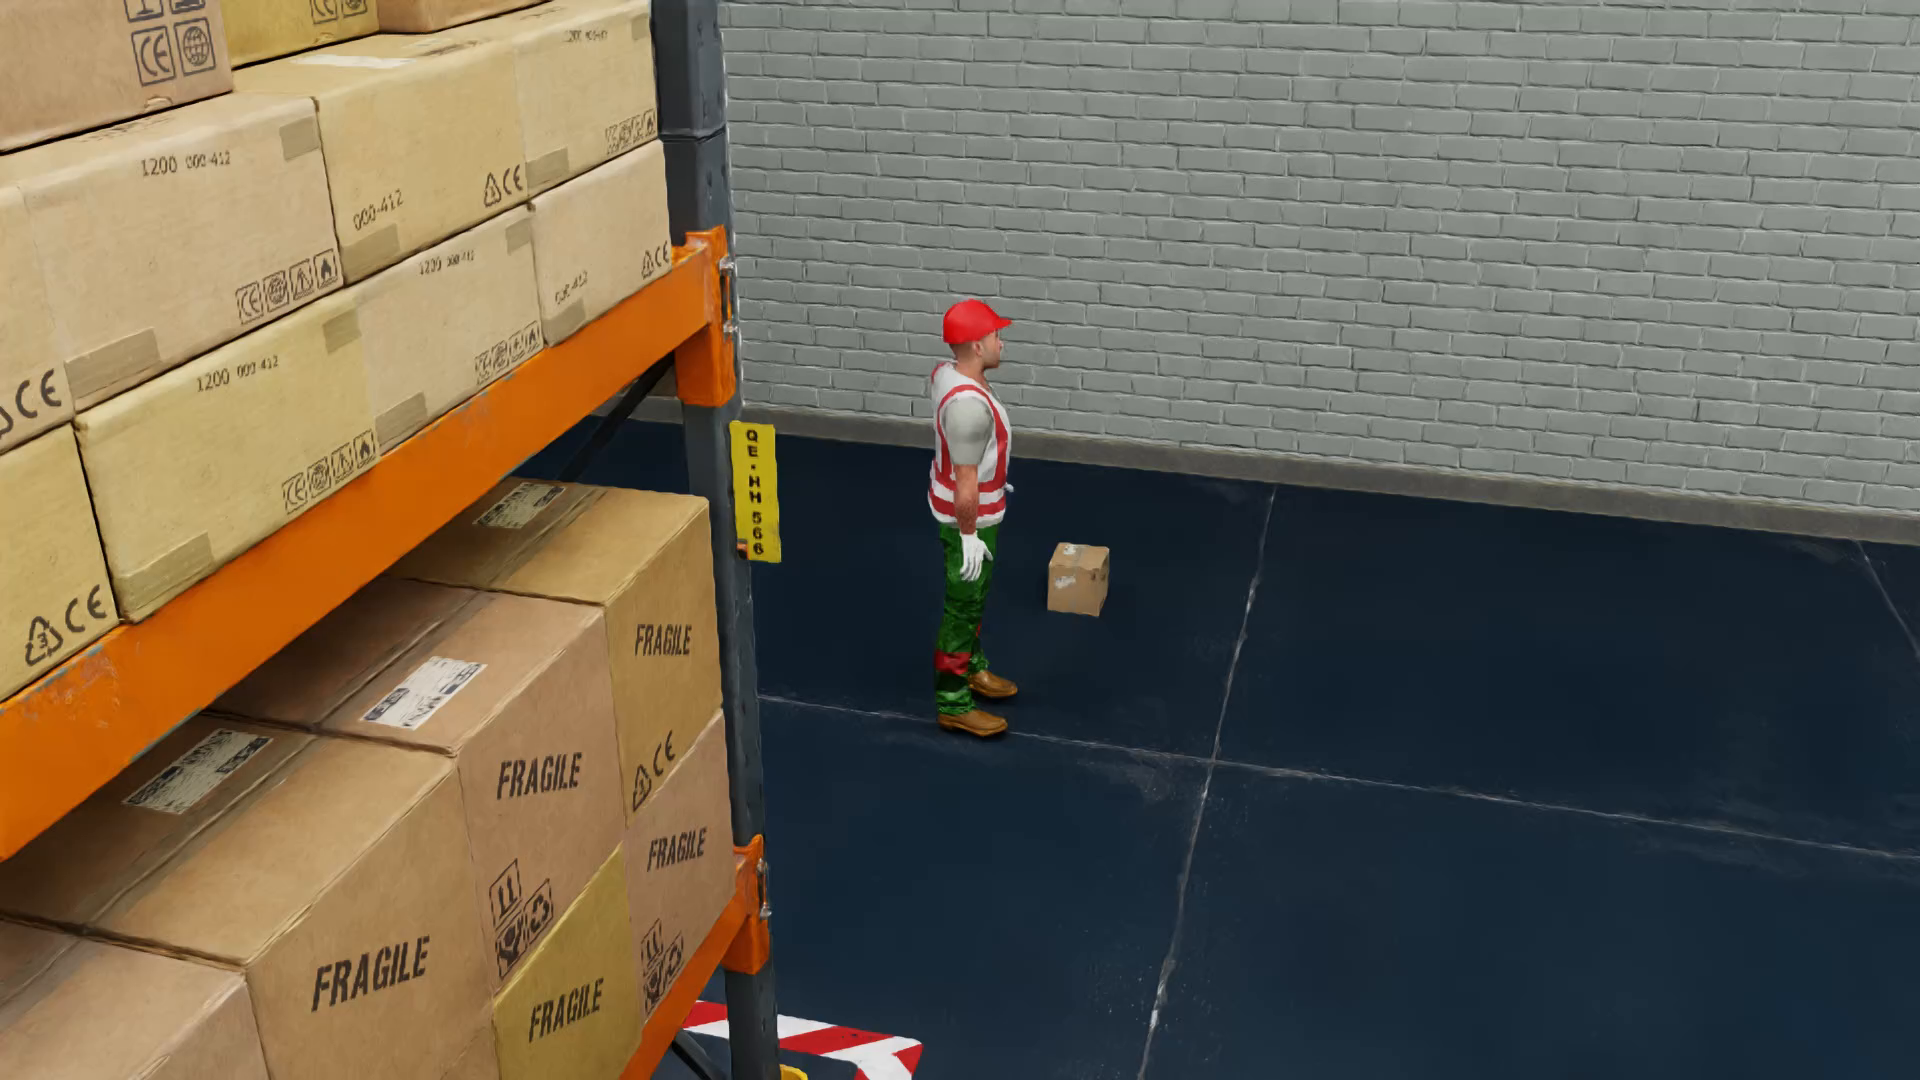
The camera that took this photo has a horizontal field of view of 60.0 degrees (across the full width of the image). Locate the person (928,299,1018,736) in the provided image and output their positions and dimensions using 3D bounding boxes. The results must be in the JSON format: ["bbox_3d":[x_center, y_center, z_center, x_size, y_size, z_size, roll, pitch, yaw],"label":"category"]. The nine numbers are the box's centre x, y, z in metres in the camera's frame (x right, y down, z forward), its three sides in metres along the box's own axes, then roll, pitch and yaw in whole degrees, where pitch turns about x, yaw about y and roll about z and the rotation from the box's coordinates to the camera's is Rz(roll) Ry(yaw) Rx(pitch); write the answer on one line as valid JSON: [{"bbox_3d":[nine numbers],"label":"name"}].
[{"bbox_3d":[0.063,-0.112,6.761,0.378,1.795,0.629,-2,25,-3],"label":"person"}]
